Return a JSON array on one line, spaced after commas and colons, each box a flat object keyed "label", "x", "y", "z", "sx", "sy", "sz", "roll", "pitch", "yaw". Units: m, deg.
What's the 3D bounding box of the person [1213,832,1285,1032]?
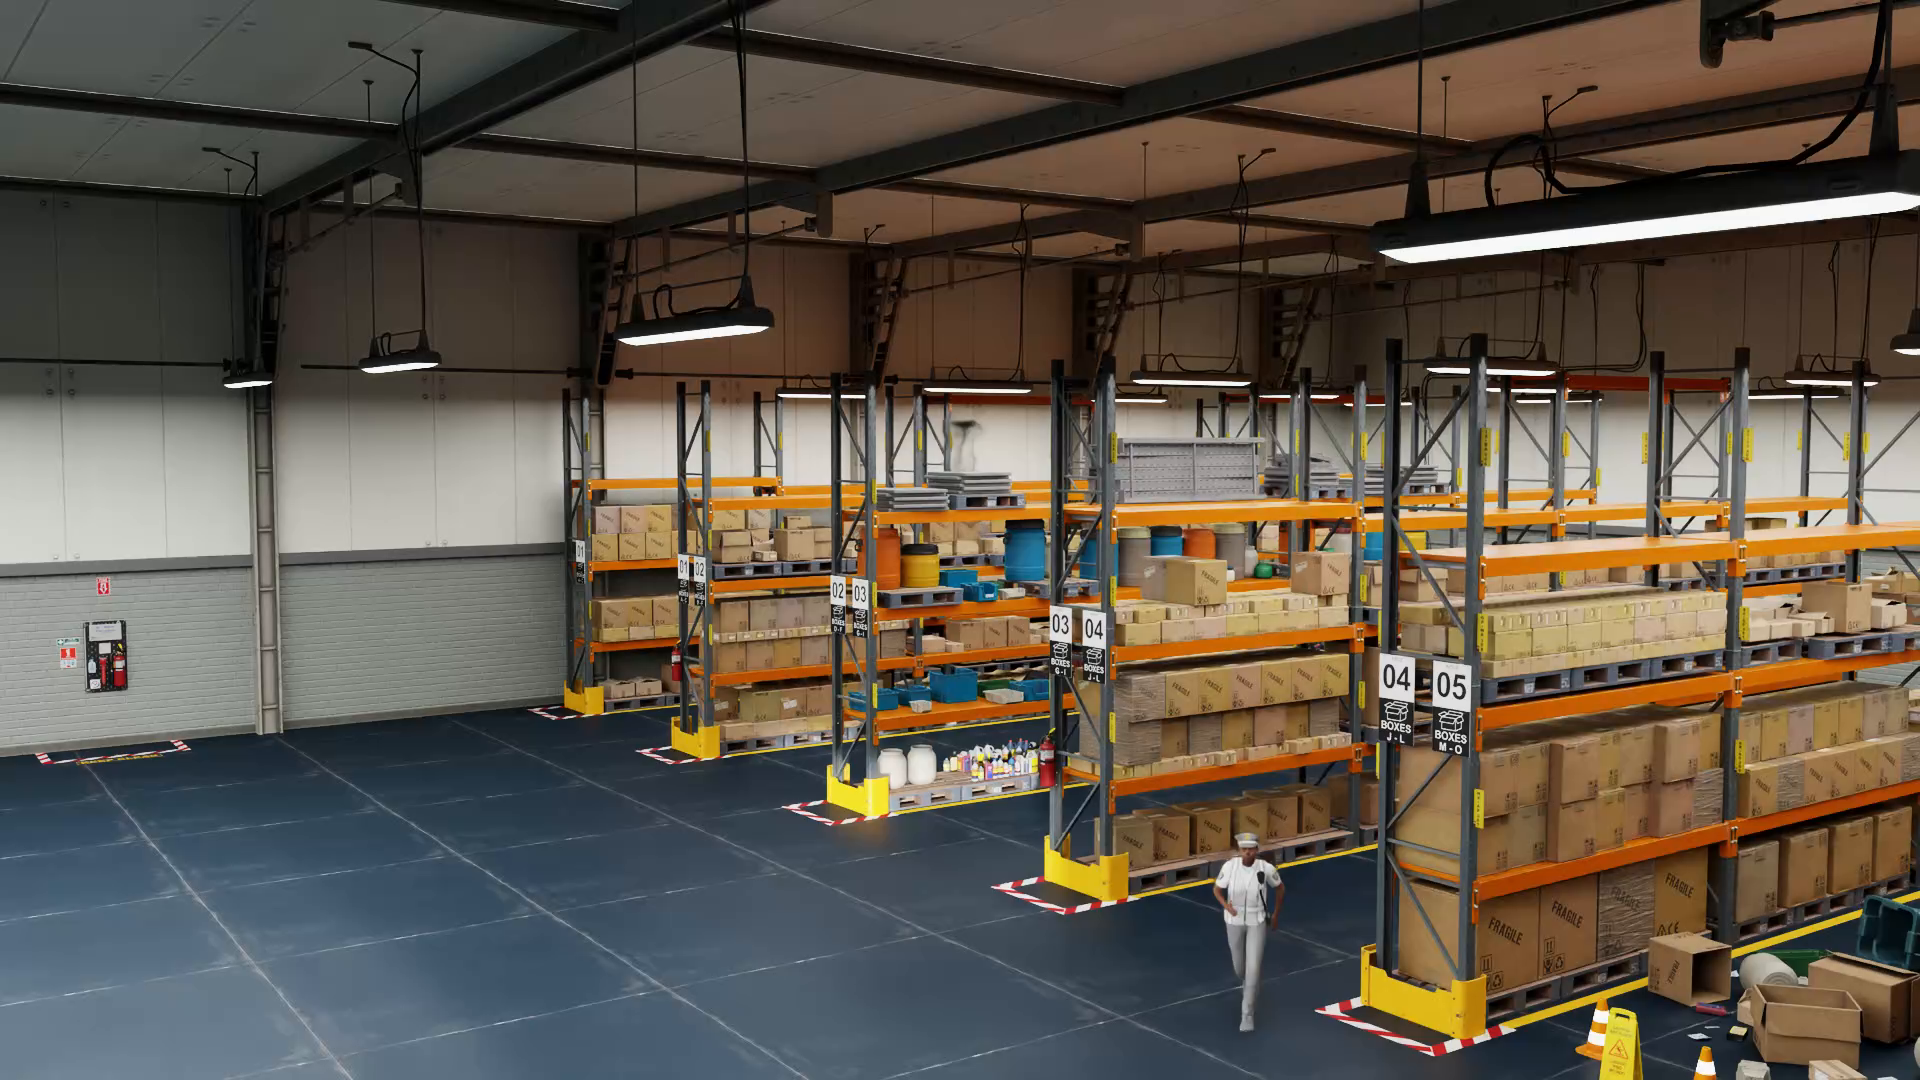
[{"label": "person", "x": 2.547, "y": 3.397, "z": 14.710, "sx": 0.619, "sy": 1.706, "sz": 0.836, "roll": 1, "pitch": 4, "yaw": 16}]

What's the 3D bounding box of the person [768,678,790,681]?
[{"label": "person", "x": -3.253, "y": 2.412, "z": 29.442, "sx": 0.714, "sy": 1.721, "sz": 0.690, "roll": -3, "pitch": 5, "yaw": -37}]
